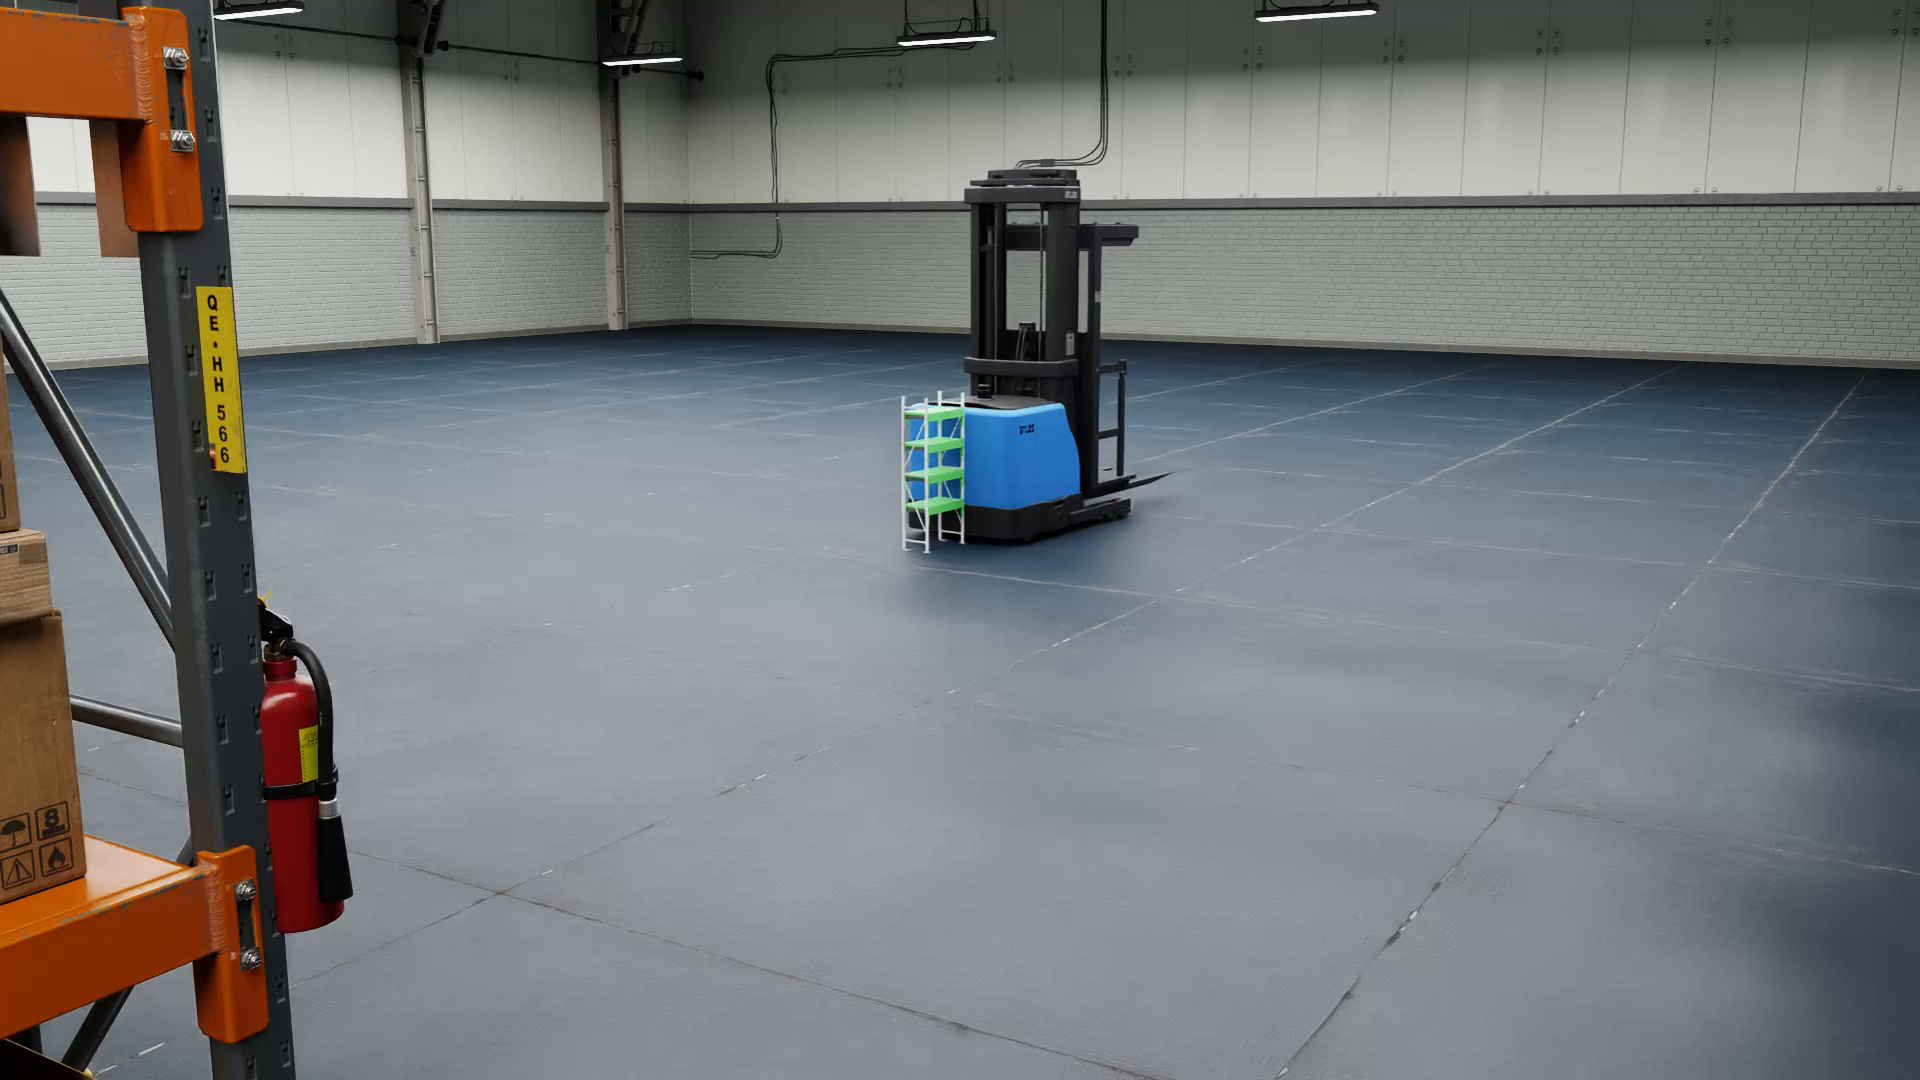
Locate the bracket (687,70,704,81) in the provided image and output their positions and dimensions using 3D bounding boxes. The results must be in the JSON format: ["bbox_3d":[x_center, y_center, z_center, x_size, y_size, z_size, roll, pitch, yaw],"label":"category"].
[{"bbox_3d":[-6.747,-11.835,42.347,0.235,0.232,0.430,6,12,31],"label":"bracket"}]

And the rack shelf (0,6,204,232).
[{"bbox_3d":[-2.800,-0.457,1.460,1.077,0.370,4.000,6,12,31],"label":"rack shelf"}]

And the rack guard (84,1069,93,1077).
[{"bbox_3d":[-1.749,1.575,3.600,1.175,0.500,0.348,6,12,31],"label":"rack guard"}]

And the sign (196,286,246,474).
[{"bbox_3d":[-1.305,-0.282,2.933,0.100,0.325,0.005,6,12,31],"label":"sign"}]

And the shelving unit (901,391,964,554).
[{"bbox_3d":[-0.207,-0.534,12.958,0.258,1.200,0.503,7,13,34],"label":"shelving unit"}]

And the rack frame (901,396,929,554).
[{"bbox_3d":[-0.345,-0.497,12.760,0.240,1.200,0.015,7,13,34],"label":"rack frame"}]

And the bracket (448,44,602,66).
[{"bbox_3d":[-9.746,-10.926,37.495,0.076,0.066,4.783,6,12,31],"label":"bracket"}]

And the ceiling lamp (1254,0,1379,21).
[{"bbox_3d":[5.906,-10.088,26.939,2.000,3.185,0.800,6,12,31],"label":"ceiling lamp"}]

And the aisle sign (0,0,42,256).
[{"bbox_3d":[-1.989,-0.968,3.322,0.394,0.787,0.004,6,12,31],"label":"aisle sign"}]

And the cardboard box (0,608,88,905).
[{"bbox_3d":[-2.015,0.373,2.955,0.700,0.500,0.500,6,12,31],"label":"cardboard box"}]

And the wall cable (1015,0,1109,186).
[{"bbox_3d":[2.268,-10.760,37.149,2.305,6.003,0.169,6,12,31],"label":"wall cable"}]

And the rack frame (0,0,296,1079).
[{"bbox_3d":[-1.759,0.350,3.348,0.949,2.616,0.053,6,12,31],"label":"rack frame"}]

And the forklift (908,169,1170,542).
[{"bbox_3d":[0.826,-1.650,14.217,1.130,2.935,3.031,7,13,34],"label":"forklift"}]

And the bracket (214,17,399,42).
[{"bbox_3d":[-12.861,-9.983,32.454,0.076,0.066,4.783,6,12,31],"label":"bracket"}]

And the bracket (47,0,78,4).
[{"bbox_3d":[-15.977,-9.039,27.414,0.076,0.066,4.783,6,12,31],"label":"bracket"}]

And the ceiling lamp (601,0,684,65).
[{"bbox_3d":[-6.444,-11.469,34.313,2.000,3.185,0.800,6,12,31],"label":"ceiling lamp"}]

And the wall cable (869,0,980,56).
[{"bbox_3d":[-0.880,-12.636,38.763,3.097,2.526,0.112,6,12,31],"label":"wall cable"}]

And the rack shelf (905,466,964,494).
[{"bbox_3d":[-0.207,-0.471,12.970,0.258,0.148,0.480,7,13,34],"label":"rack shelf"}]

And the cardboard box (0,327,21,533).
[{"bbox_3d":[-2.042,-0.257,2.791,0.700,0.500,0.500,6,12,31],"label":"cardboard box"}]

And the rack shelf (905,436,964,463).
[{"bbox_3d":[-0.207,-0.707,12.926,0.258,0.148,0.480,7,13,34],"label":"rack shelf"}]

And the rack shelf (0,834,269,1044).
[{"bbox_3d":[-2.800,1.018,1.736,1.077,0.370,4.000,6,12,31],"label":"rack shelf"}]

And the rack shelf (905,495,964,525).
[{"bbox_3d":[-0.207,-0.235,13.014,0.258,0.148,0.480,7,13,34],"label":"rack shelf"}]

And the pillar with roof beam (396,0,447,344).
[{"bbox_3d":[-7.932,-8.306,33.283,9.100,9.000,0.548,6,12,31],"label":"pillar with roof beam"}]

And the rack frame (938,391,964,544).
[{"bbox_3d":[-0.069,-0.571,13.156,0.240,1.200,0.015,7,13,34],"label":"rack frame"}]

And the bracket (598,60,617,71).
[{"bbox_3d":[-8.409,-11.331,39.659,0.235,0.232,0.430,6,12,31],"label":"bracket"}]

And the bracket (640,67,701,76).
[{"bbox_3d":[-7.054,-11.742,41.851,0.076,0.066,3.189,6,12,31],"label":"bracket"}]

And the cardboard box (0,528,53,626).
[{"bbox_3d":[-1.797,0.060,2.862,0.380,0.149,0.250,6,12,30],"label":"cardboard box"}]

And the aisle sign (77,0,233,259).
[{"bbox_3d":[-1.476,-0.910,3.016,0.394,0.787,0.004,6,12,31],"label":"aisle sign"}]

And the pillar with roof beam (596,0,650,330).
[{"bbox_3d":[-4.817,-9.250,38.323,9.100,9.000,0.548,6,12,31],"label":"pillar with roof beam"}]

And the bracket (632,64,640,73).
[{"bbox_3d":[-7.978,-11.462,40.356,0.235,0.232,0.430,6,12,31],"label":"bracket"}]

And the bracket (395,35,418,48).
[{"bbox_3d":[-11.524,-10.388,34.619,0.235,0.232,0.430,6,12,31],"label":"bracket"}]

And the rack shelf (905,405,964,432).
[{"bbox_3d":[-0.207,-0.943,12.882,0.258,0.148,0.480,7,13,34],"label":"rack shelf"}]

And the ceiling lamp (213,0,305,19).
[{"bbox_3d":[-11.173,-10.036,26.660,2.000,3.185,0.800,6,12,31],"label":"ceiling lamp"}]

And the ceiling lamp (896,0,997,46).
[{"bbox_3d":[-0.128,-10.763,30.542,2.000,3.185,0.800,6,12,31],"label":"ceiling lamp"}]

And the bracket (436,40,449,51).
[{"bbox_3d":[-11.093,-10.518,35.316,0.235,0.232,0.430,6,12,31],"label":"bracket"}]

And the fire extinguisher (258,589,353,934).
[{"bbox_3d":[-1.303,0.413,3.219,0.296,0.674,0.183,6,12,31],"label":"fire extinguisher"}]

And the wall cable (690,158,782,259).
[{"bbox_3d":[-5.837,-8.472,42.606,3.097,2.526,0.112,6,12,31],"label":"wall cable"}]

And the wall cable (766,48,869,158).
[{"bbox_3d":[-3.525,-10.696,40.761,3.097,2.526,0.112,6,12,31],"label":"wall cable"}]
